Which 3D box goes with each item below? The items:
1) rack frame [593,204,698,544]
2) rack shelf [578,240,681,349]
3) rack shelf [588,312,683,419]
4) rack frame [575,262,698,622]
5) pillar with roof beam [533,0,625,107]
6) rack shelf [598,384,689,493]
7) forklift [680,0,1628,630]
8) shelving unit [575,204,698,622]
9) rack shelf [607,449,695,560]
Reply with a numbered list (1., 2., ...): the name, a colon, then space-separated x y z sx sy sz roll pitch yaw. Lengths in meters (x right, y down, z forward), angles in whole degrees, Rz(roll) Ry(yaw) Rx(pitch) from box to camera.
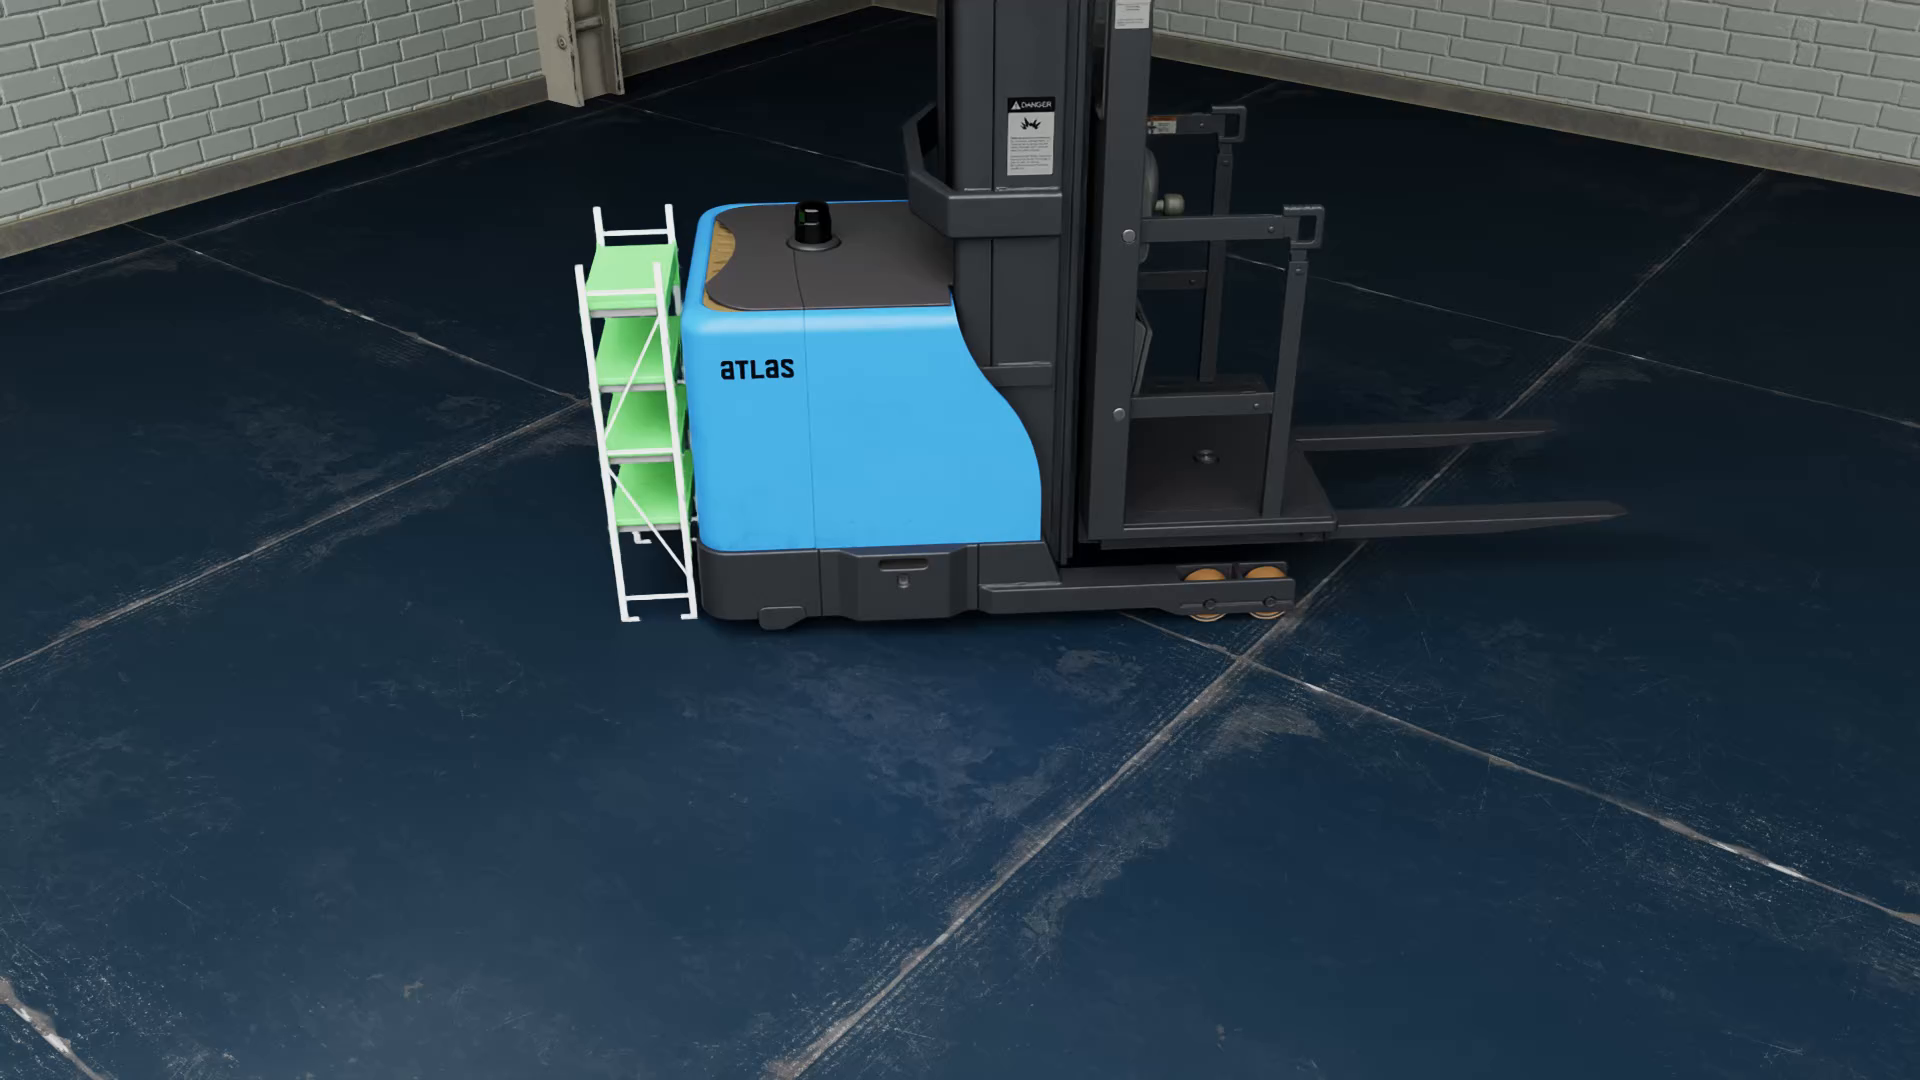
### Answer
1. rack frame: -1.006 -0.512 5.436 0.240 1.200 0.015 -3 31 -4
2. rack shelf: -0.988 -0.746 5.014 0.258 0.148 0.480 -3 31 -4
3. rack shelf: -0.987 -0.540 5.137 0.258 0.148 0.480 -3 31 -4
4. rack frame: -0.965 -0.265 5.017 0.240 1.200 0.015 -3 31 -4
5. pillar with roof beam: 1.075 -5.342 5.937 9.100 9.000 0.400 21 37 31
6. rack shelf: -0.985 -0.334 5.259 0.258 0.148 0.480 -3 31 -4
7. forklift: 0.663 -1.268 5.016 3.031 2.935 1.130 -2 31 -4
8. shelving unit: -0.985 -0.389 5.227 0.258 1.200 0.503 -3 31 -4
9. rack shelf: -0.983 -0.127 5.382 0.258 0.148 0.480 -3 31 -4
